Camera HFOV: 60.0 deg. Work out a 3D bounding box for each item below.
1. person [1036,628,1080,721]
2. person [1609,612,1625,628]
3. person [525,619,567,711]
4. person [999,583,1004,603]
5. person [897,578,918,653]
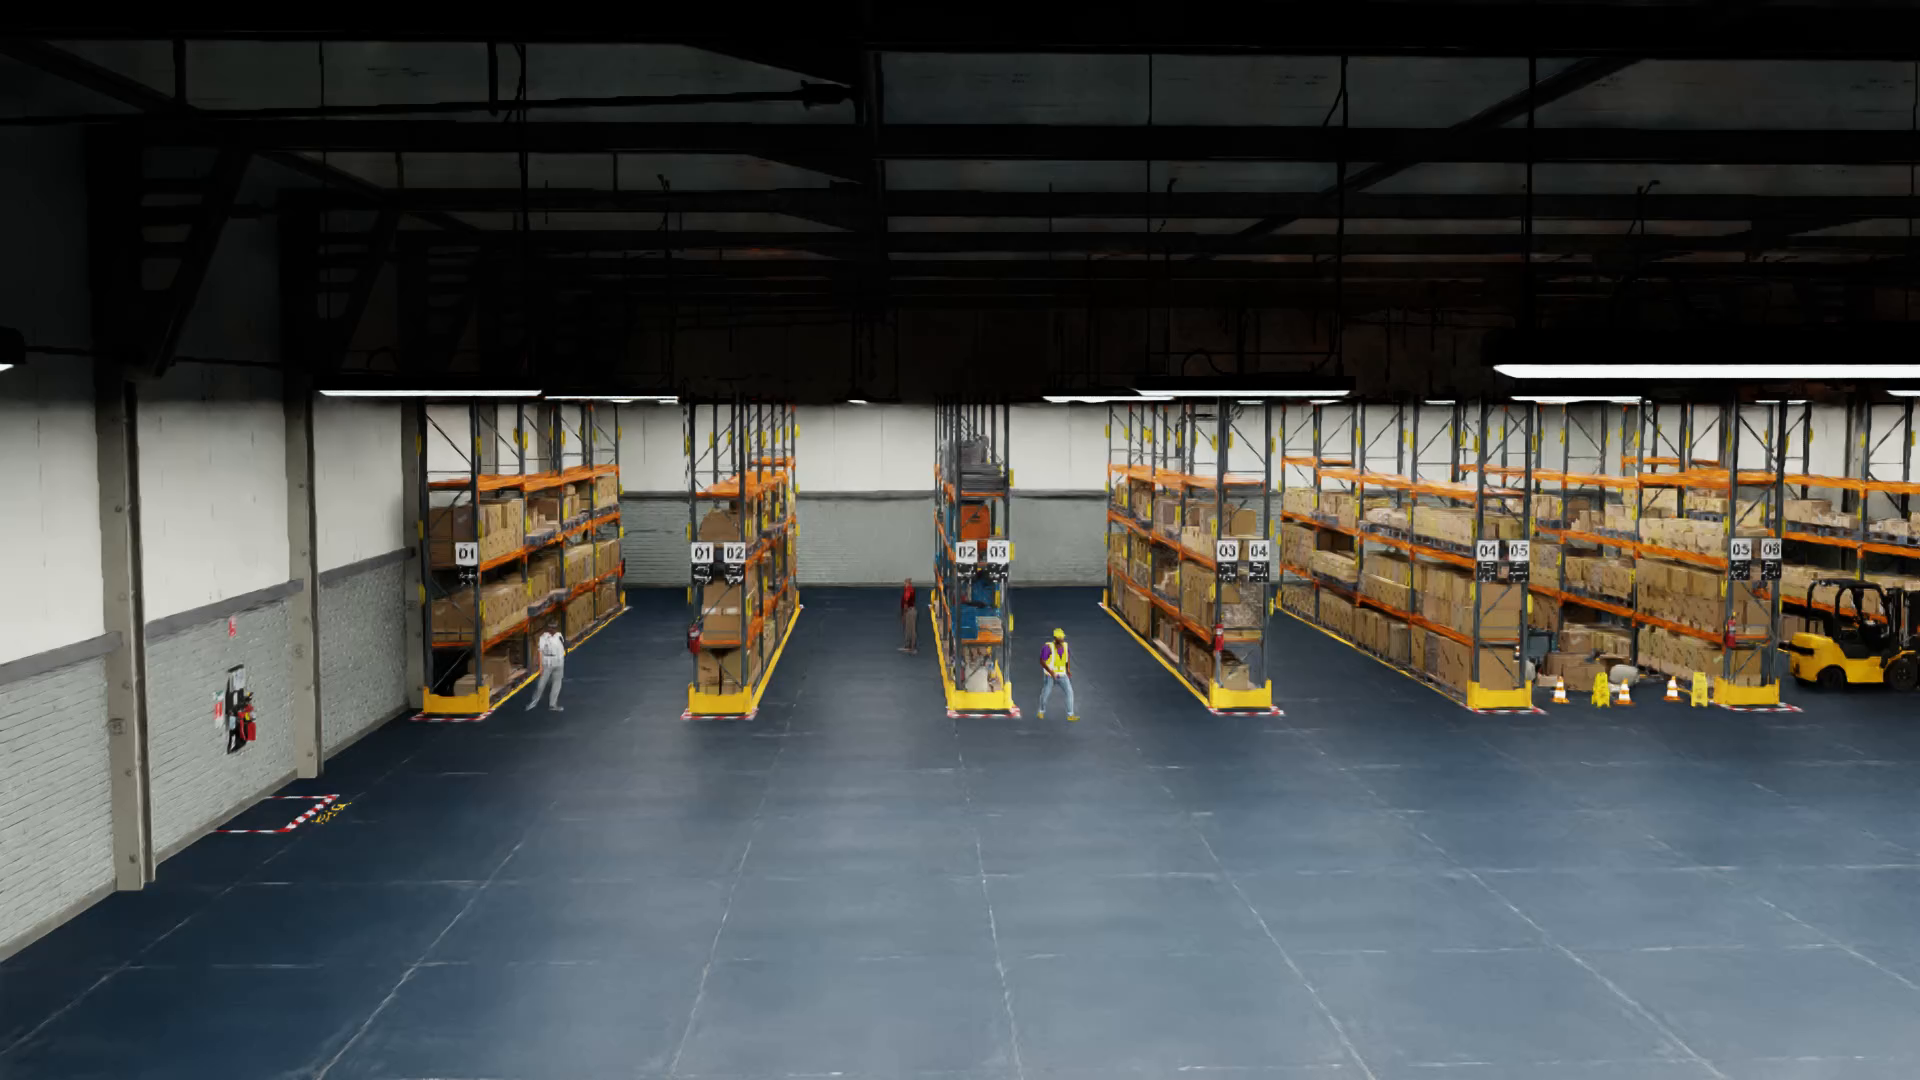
[{"bbox_3d":[1.741,2.439,30.348,0.700,1.705,0.840,-2,5,-19],"label":"person"},{"bbox_3d":[16.881,1.392,42.911,0.574,1.764,0.669,2,5,26],"label":"person"},{"bbox_3d":[-7.785,2.354,31.228,0.737,1.742,0.553,-4,6,-43],"label":"person"},{"bbox_3d":[1.065,0.958,48.601,0.577,1.715,1.103,-1,5,-10],"label":"person"},{"bbox_3d":[-1.226,1.743,38.768,0.579,1.719,0.672,1,5,12],"label":"person"}]
